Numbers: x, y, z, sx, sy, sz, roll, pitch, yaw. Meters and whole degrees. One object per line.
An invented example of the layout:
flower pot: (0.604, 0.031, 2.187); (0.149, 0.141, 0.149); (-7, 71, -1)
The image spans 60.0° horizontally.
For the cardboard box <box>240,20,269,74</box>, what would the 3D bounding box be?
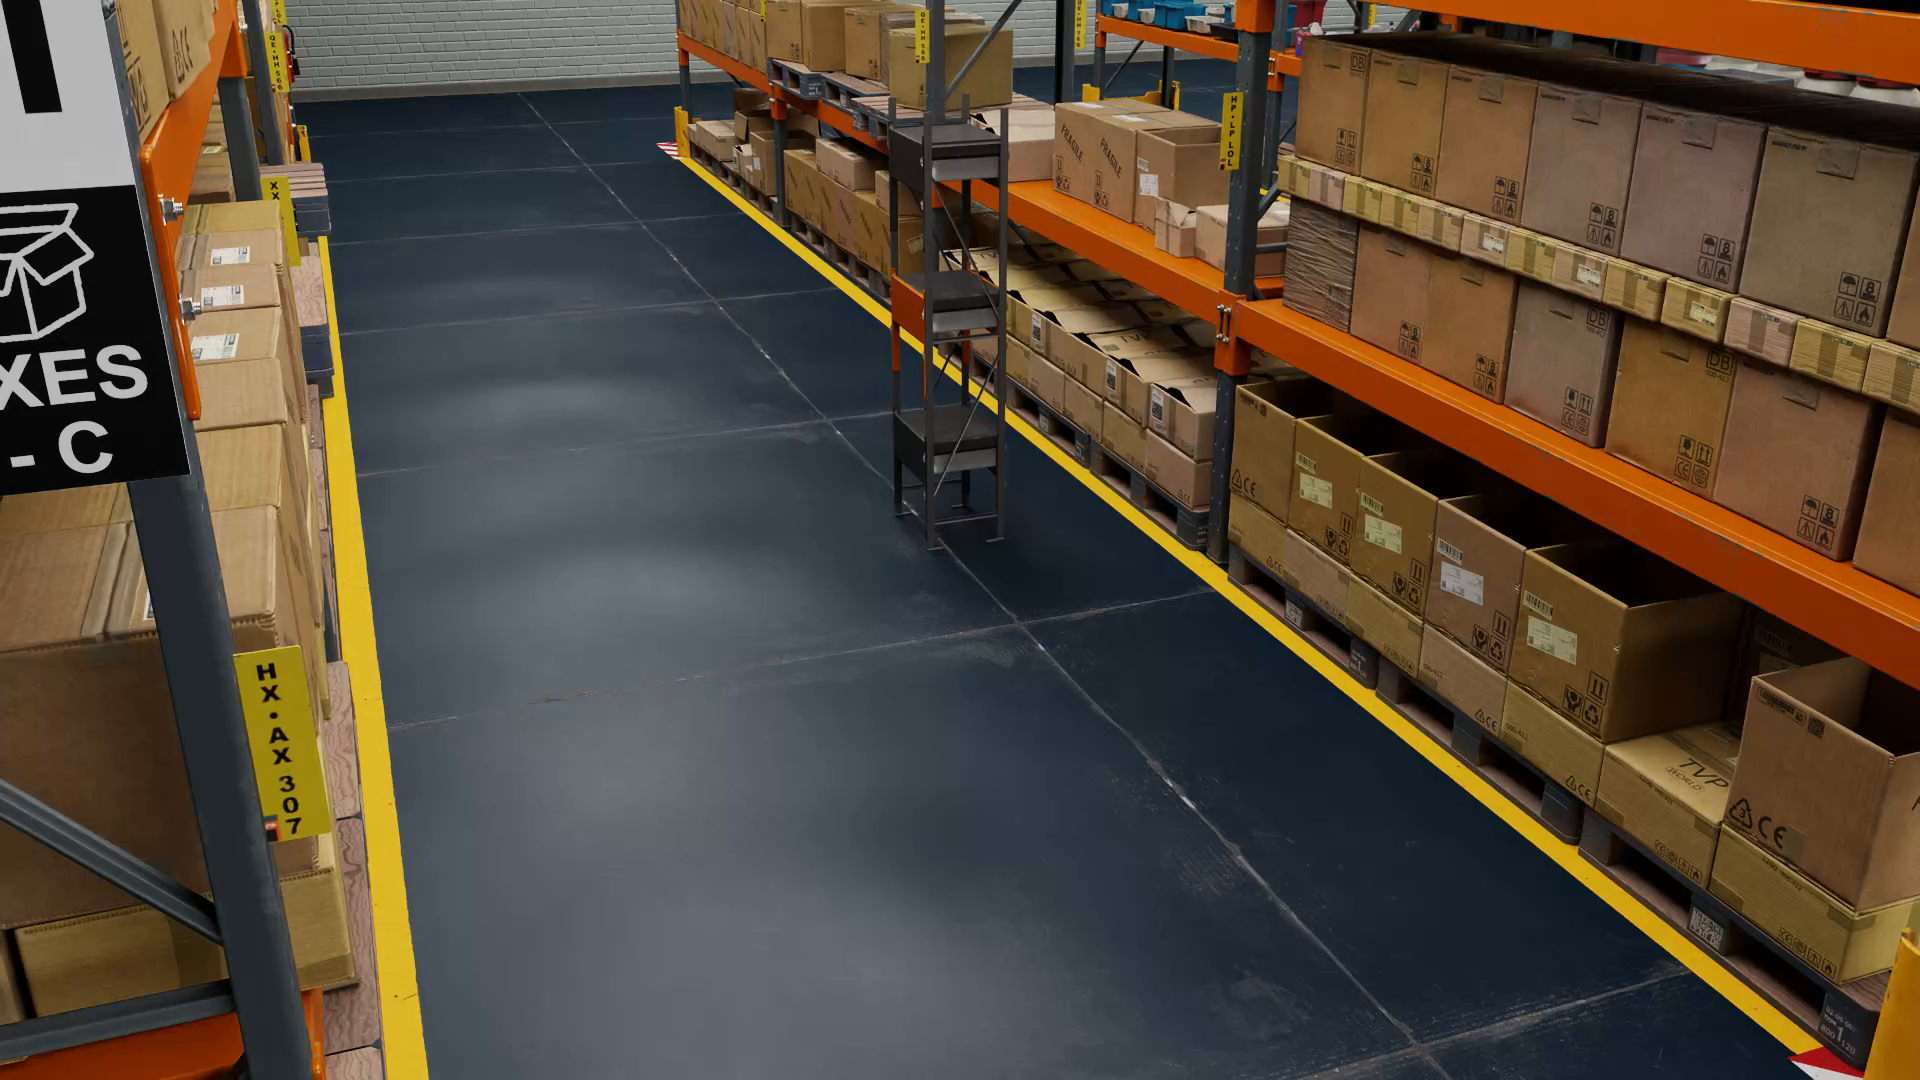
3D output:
cardboard box: (-4.295, -2.868, 9.690); (0.500, 0.250, 0.500); (-8, 24, -18)

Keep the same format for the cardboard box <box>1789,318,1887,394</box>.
cardboard box: (2.596, -0.539, 4.703); (0.380, 0.149, 0.250); (-9, 24, -20)

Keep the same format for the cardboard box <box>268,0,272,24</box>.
cardboard box: (-5.202, -3.789, 11.875); (0.500, 0.250, 0.500); (-8, 24, -18)

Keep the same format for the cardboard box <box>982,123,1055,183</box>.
cardboard box: (0.403, -2.408, 10.216); (0.500, 0.311, 0.500); (-9, 24, -20)

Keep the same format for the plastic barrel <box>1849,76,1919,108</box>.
plastic barrel: (5.924, -2.732, 10.695); (0.433, 0.535, 0.433); (0, 23, 0)

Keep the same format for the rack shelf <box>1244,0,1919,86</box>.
rack shelf: (2.387, -1.671, 5.417); (1.077, 0.370, 4.000); (-8, 24, -19)

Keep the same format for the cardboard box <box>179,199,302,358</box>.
cardboard box: (-2.496, -0.822, 5.541); (0.500, 0.500, 0.500); (-8, 24, -19)

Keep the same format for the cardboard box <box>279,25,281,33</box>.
cardboard box: (-6.474, -4.439, 14.535); (0.980, 0.700, 0.700); (-10, 25, -22)

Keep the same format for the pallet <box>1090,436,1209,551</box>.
pallet: (1.384, -0.324, 8.748); (1.003, 0.211, 1.213); (-8, 24, -19)

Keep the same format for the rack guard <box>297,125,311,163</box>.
rack guard: (-7.200, -3.883, 16.819); (1.175, 0.500, 0.348); (-8, 24, -19)

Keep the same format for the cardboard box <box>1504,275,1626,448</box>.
cardboard box: (2.391, -0.673, 5.857); (0.700, 0.500, 0.500); (-8, 24, -17)

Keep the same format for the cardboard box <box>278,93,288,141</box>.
cardboard box: (-4.474, -2.715, 10.292); (0.500, 0.500, 0.500); (-8, 24, -17)

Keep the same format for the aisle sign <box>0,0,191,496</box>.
aisle sign: (-1.233, -0.426, 2.051); (0.394, 0.787, 0.004); (-8, 24, -19)

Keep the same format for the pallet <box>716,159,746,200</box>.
pallet: (-1.822, -3.662, 16.668); (1.003, 0.211, 1.213); (-8, 24, -19)

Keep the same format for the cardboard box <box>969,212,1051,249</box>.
cardboard box: (0.374, -2.056, 11.918); (0.500, 0.500, 0.500); (-7, 24, -17)

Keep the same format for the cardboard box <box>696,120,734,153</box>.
cardboard box: (-2.455, -4.225, 17.385); (0.500, 0.250, 0.500); (-8, 24, -19)

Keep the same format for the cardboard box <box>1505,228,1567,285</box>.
cardboard box: (2.145, -1.006, 5.810); (0.380, 0.149, 0.250); (-9, 24, -19)

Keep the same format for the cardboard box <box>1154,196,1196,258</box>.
cardboard box: (1.198, -1.579, 8.308); (0.396, 0.266, 0.258); (-9, 24, -20)

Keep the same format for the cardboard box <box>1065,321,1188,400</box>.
cardboard box: (0.906, -1.010, 9.061); (0.500, 0.311, 0.500); (-8, 24, -19)

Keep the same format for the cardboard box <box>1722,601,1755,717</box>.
cardboard box: (2.745, 0.248, 5.834); (0.500, 0.500, 0.500); (-8, 24, -19)

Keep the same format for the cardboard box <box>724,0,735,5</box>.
cardboard box: (-1.928, -5.278, 15.494); (0.500, 0.500, 0.500); (-8, 24, -19)

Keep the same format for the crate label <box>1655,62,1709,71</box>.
crate label: (5.001, -3.097, 11.690); (0.502, 0.435, 0.616); (-8, 24, -19)

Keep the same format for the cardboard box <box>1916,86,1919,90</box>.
cardboard box: (9.005, -3.951, 15.958); (1.225, 0.875, 0.875); (-8, 24, -19)

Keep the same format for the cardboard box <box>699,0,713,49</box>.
cardboard box: (-2.286, -5.186, 16.564); (0.500, 0.500, 0.500); (-8, 24, -19)

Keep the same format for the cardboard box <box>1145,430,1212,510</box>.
cardboard box: (1.263, -0.384, 8.300); (0.500, 0.250, 0.500); (-9, 24, -20)

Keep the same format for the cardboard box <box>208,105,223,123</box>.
cardboard box: (-3.729, -1.749, 7.843); (0.700, 0.500, 0.500); (-8, 24, -19)

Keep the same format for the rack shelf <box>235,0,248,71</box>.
rack shelf: (-3.659, -2.443, 7.249); (1.077, 0.370, 4.000); (-8, 24, -19)

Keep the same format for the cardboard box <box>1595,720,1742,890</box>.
cardboard box: (2.440, 0.846, 5.381); (0.500, 0.250, 0.500); (-8, 24, -19)

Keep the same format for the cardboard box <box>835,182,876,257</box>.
cardboard box: (-0.656, -2.537, 13.059); (0.500, 0.500, 0.500); (-9, 25, -21)

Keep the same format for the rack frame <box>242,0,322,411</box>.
rack frame: (-4.365, -2.119, 9.416); (1.000, 3.000, 0.127); (-8, 24, -19)

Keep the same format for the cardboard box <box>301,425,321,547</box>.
cardboard box: (-2.141, -0.113, 4.823); (0.500, 0.250, 0.500); (-8, 24, -19)

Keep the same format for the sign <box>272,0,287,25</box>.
sign: (-5.274, -4.148, 12.840); (0.100, 0.325, 0.005); (-8, 24, -19)

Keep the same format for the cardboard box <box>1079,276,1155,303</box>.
cardboard box: (1.049, -1.457, 10.122); (0.500, 0.311, 0.500); (-9, 24, -19)

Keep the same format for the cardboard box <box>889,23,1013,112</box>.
cardboard box: (-0.060, -3.253, 11.437); (0.700, 0.500, 0.500); (-18, 29, -36)

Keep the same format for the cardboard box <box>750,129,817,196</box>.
cardboard box: (-1.612, -3.473, 15.279); (0.500, 0.500, 0.500); (-8, 24, -19)

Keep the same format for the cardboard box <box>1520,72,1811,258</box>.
cardboard box: (2.375, -1.284, 5.634); (0.700, 0.500, 0.500); (-8, 24, -19)

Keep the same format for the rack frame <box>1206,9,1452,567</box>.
rack frame: (1.681, -1.347, 7.584); (1.000, 3.000, 0.127); (-8, 24, -19)

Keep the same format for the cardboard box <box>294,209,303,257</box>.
cardboard box: (-4.502, -1.608, 10.429); (0.750, 0.750, 0.750); (-9, 24, -20)

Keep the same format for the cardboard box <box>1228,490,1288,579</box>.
cardboard box: (1.561, -0.063, 7.538); (0.500, 0.250, 0.500); (-8, 24, -19)

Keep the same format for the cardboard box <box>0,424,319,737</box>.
cardboard box: (-1.592, 0.106, 3.338); (0.500, 0.500, 0.500); (-8, 24, -19)

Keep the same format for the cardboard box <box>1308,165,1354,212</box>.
cardboard box: (1.683, -1.477, 6.928); (0.380, 0.149, 0.250); (-8, 24, -18)

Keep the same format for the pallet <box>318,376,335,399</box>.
pallet: (-4.573, -1.131, 10.662); (1.003, 0.211, 1.213); (-8, 24, -19)

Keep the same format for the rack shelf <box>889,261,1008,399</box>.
rack shelf: (-0.058, -1.015, 7.990); (0.431, 0.518, 0.480); (-8, 24, -19)

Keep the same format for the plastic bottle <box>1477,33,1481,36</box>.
plastic bottle: (4.510, -4.220, 14.464); (0.144, 0.351, 0.185); (-8, 24, -19)

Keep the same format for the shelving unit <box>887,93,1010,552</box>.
shelving unit: (-0.058, -1.028, 7.985); (0.431, 2.100, 0.503); (-8, 24, -19)

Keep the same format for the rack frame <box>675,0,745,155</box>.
rack frame: (-2.558, -5.707, 17.929); (1.000, 3.000, 0.127); (-8, 24, -19)

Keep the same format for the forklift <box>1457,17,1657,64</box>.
forklift: (3.367, -2.276, 9.877); (1.130, 2.935, 3.031); (1, 23, 3)

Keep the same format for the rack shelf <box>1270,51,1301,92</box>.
rack shelf: (4.197, -3.874, 14.505); (1.077, 0.370, 4.000); (-8, 24, -19)

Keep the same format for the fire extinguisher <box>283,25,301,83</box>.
fire extinguisher: (-6.813, -4.937, 16.681); (0.296, 0.674, 0.183); (-8, 24, -19)

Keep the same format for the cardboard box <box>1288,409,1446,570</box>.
cardboard box: (1.736, -0.227, 6.961); (0.500, 0.500, 0.500); (-8, 24, -19)

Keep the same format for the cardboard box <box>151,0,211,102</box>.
cardboard box: (-1.580, -1.006, 2.758); (0.500, 0.500, 0.500); (-7, 24, -15)

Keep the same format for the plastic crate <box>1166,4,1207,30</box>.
plastic crate: (2.427, -5.614, 17.845); (0.416, 0.233, 0.300); (-8, 24, -19)

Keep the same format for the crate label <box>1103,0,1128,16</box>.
crate label: (1.856, -6.201, 19.239); (0.416, 0.233, 0.303); (-8, 24, -19)

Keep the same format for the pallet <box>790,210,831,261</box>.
pallet: (-0.823, -2.678, 14.333); (1.003, 0.211, 1.213); (-8, 24, -19)

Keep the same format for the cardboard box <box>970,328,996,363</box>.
cardboard box: (0.356, -1.314, 10.505); (0.500, 0.250, 0.500); (-9, 24, -20)

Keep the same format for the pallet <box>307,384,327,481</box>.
pallet: (-4.091, -0.550, 9.284); (1.003, 0.211, 1.213); (-8, 24, -19)

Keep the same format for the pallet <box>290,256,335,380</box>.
pallet: (-3.086, -0.875, 6.712); (1.003, 0.211, 1.213); (-8, 24, -19)
